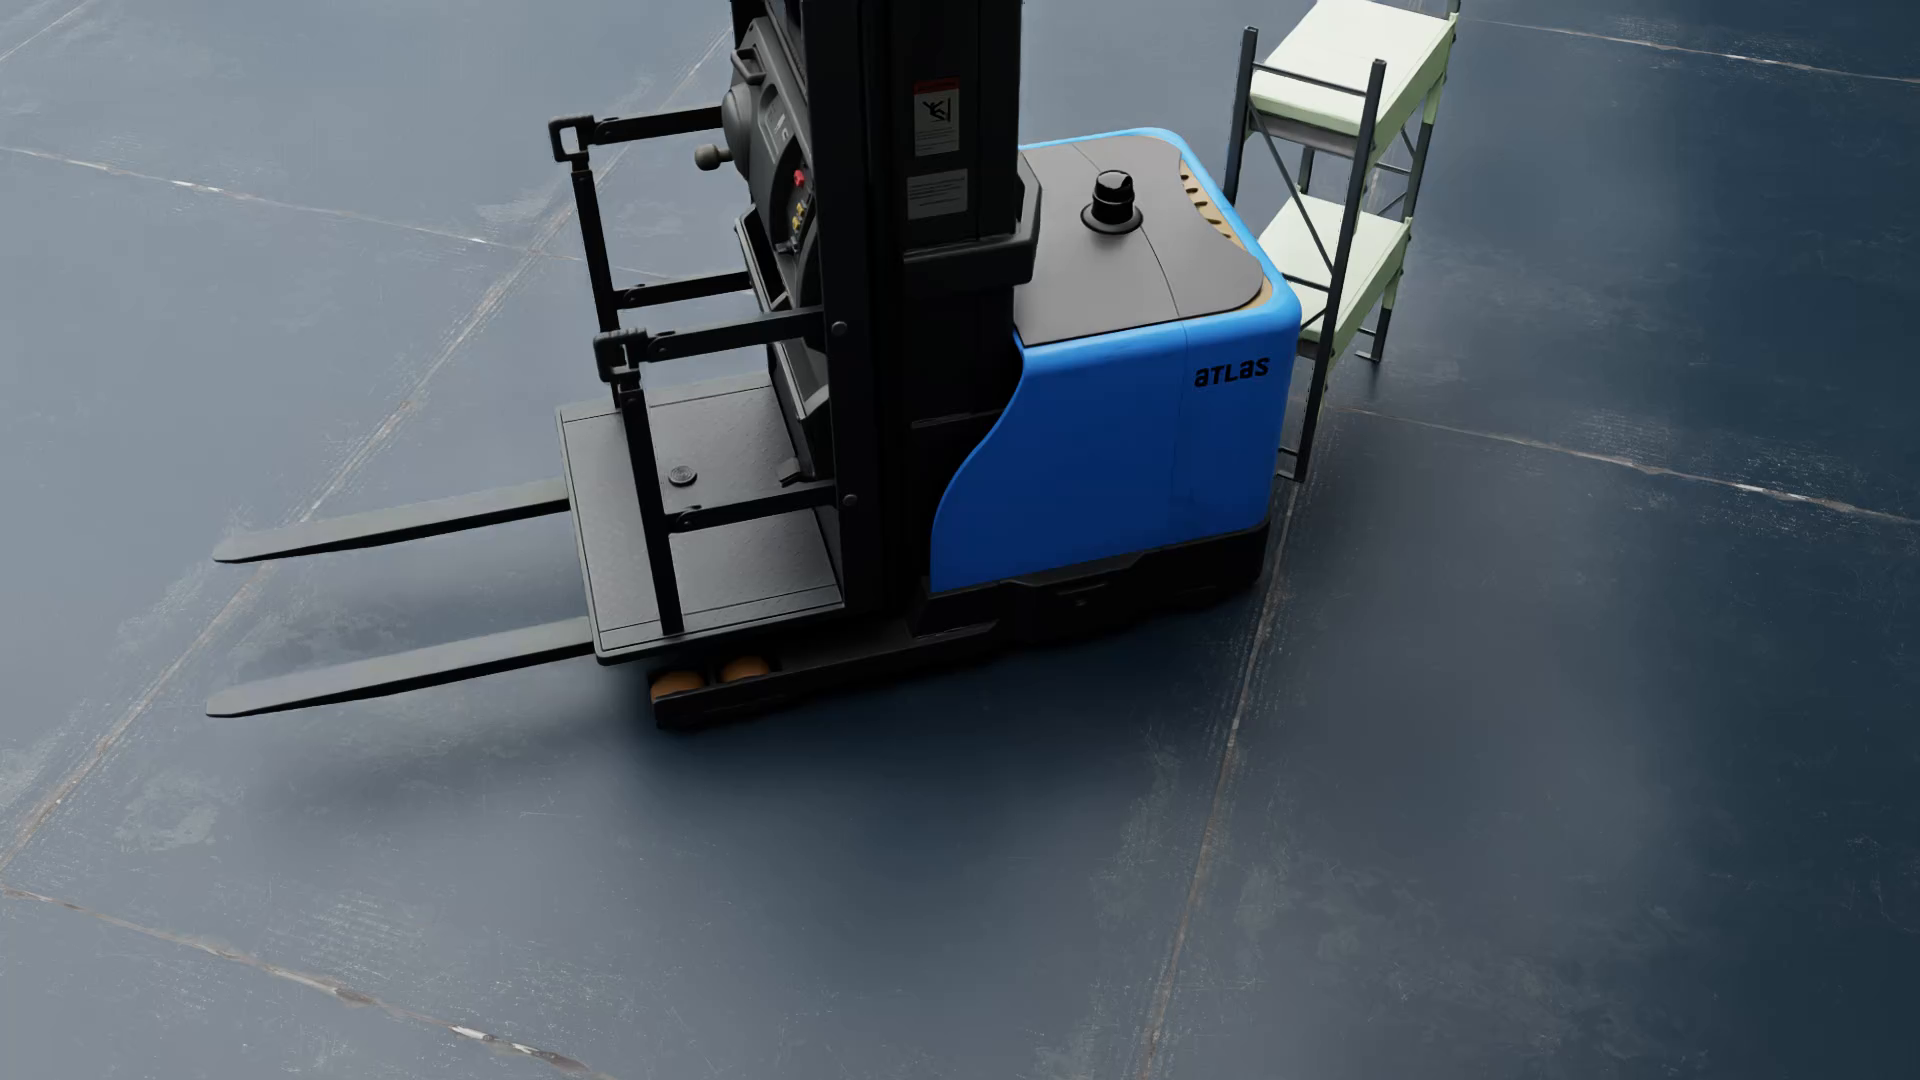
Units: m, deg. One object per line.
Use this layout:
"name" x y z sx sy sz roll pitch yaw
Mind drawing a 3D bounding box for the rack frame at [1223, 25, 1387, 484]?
"rack frame" 0.953 -0.795 4.990 0.400 1.500 0.023 22 48 21

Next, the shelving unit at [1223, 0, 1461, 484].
"shelving unit" 1.134 -1.017 5.217 0.431 1.500 0.755 22 48 21

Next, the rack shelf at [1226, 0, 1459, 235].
"rack shelf" 1.134 -1.296 4.944 0.431 0.370 0.720 22 48 21

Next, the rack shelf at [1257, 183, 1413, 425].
"rack shelf" 1.134 -0.784 5.445 0.431 0.370 0.720 22 48 21

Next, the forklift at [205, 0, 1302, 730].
"forklift" -0.655 -0.932 4.107 3.031 2.935 1.130 -11 45 -11

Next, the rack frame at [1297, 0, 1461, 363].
"rack frame" 1.316 -1.239 5.444 0.400 1.500 0.023 22 48 21
